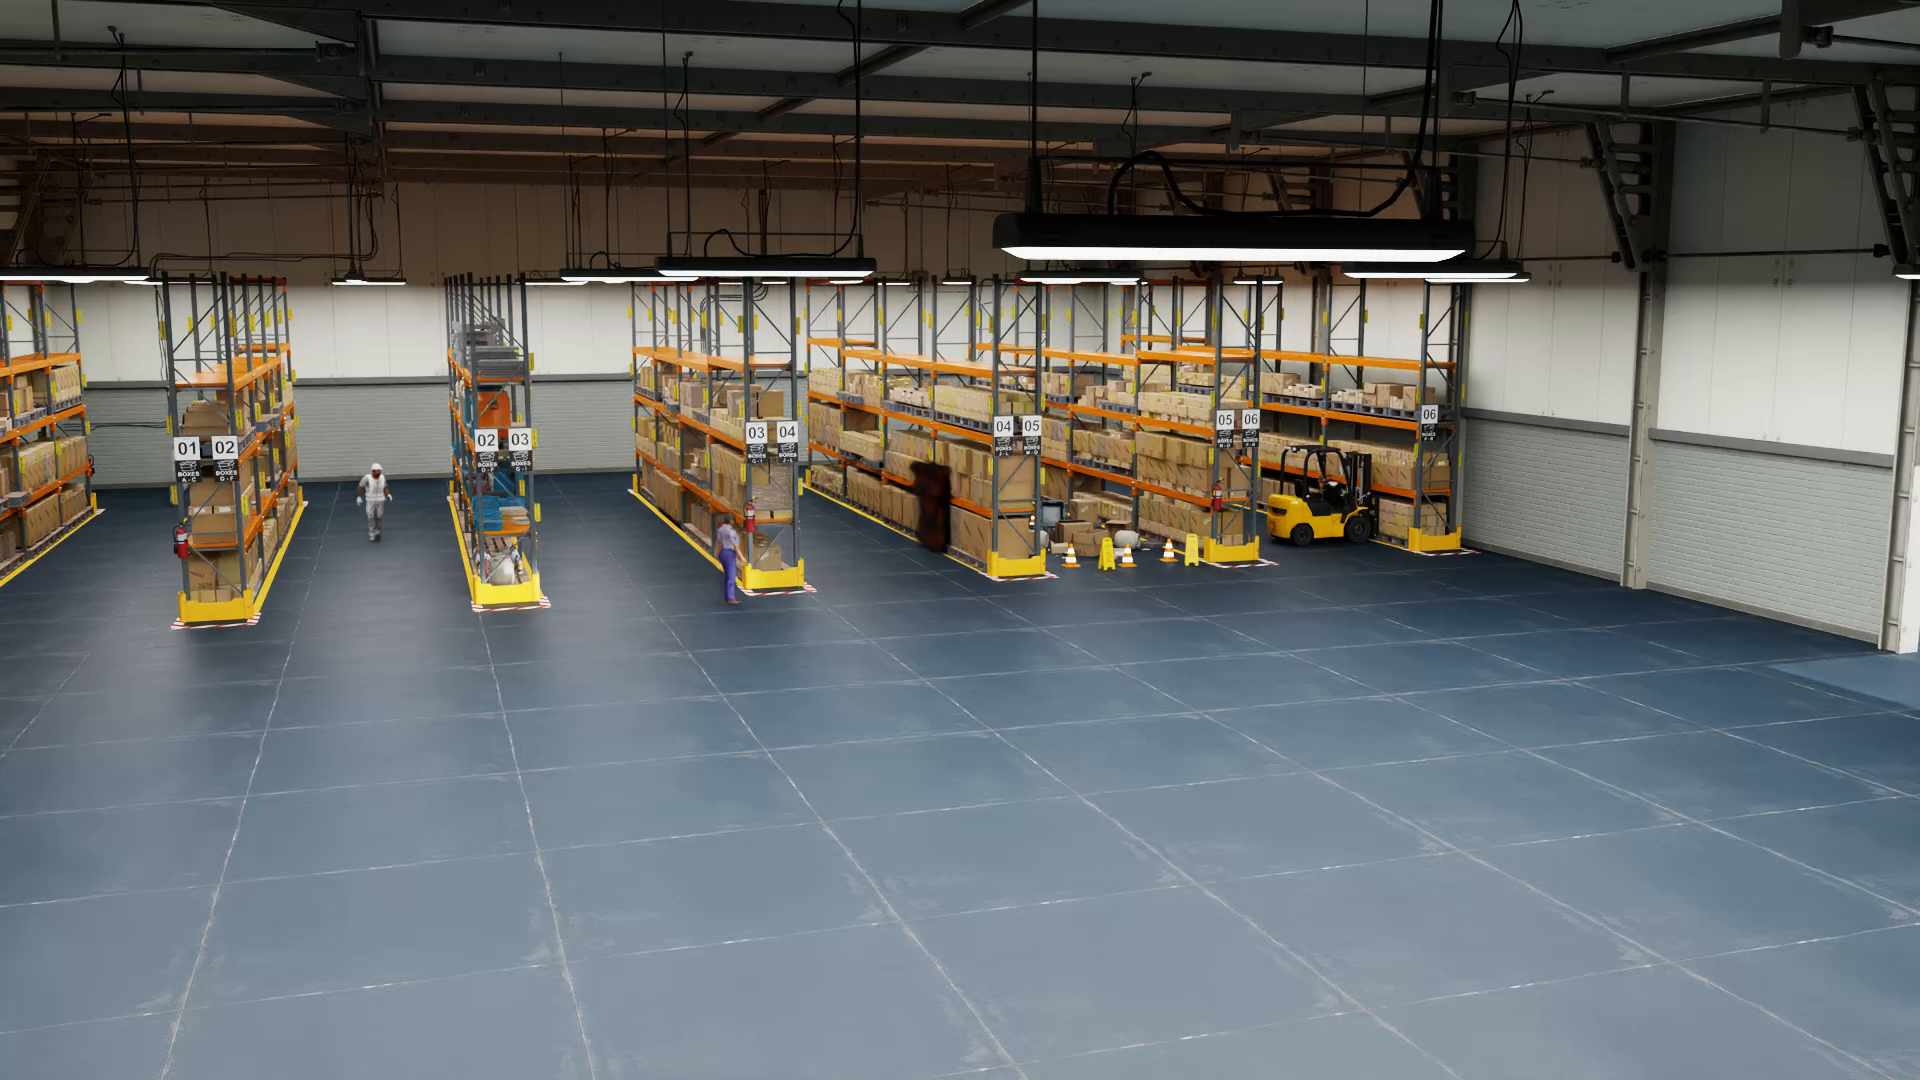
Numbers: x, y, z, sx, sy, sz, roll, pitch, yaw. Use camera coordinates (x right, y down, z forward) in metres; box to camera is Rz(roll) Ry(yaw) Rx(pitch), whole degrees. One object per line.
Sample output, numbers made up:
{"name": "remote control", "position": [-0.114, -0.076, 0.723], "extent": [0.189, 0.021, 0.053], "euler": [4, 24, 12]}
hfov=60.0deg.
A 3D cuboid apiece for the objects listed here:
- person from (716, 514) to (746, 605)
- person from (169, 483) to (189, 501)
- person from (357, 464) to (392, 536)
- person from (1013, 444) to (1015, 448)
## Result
{"name": "person", "position": [-4.180, 0.358, 30.419], "extent": [0.495, 1.698, 0.524], "euler": [-2, 9, -16]}
{"name": "person", "position": [-20.710, -1.785, 44.556], "extent": [0.970, 1.600, 0.544], "euler": [-5, 10, -28]}
{"name": "person", "position": [-13.505, -0.952, 38.363], "extent": [0.775, 1.645, 0.768], "euler": [-3, 9, -19]}
{"name": "person", "position": [1.332, -1.648, 43.287], "extent": [0.365, 1.736, 0.614], "euler": [-1, 9, -6]}
